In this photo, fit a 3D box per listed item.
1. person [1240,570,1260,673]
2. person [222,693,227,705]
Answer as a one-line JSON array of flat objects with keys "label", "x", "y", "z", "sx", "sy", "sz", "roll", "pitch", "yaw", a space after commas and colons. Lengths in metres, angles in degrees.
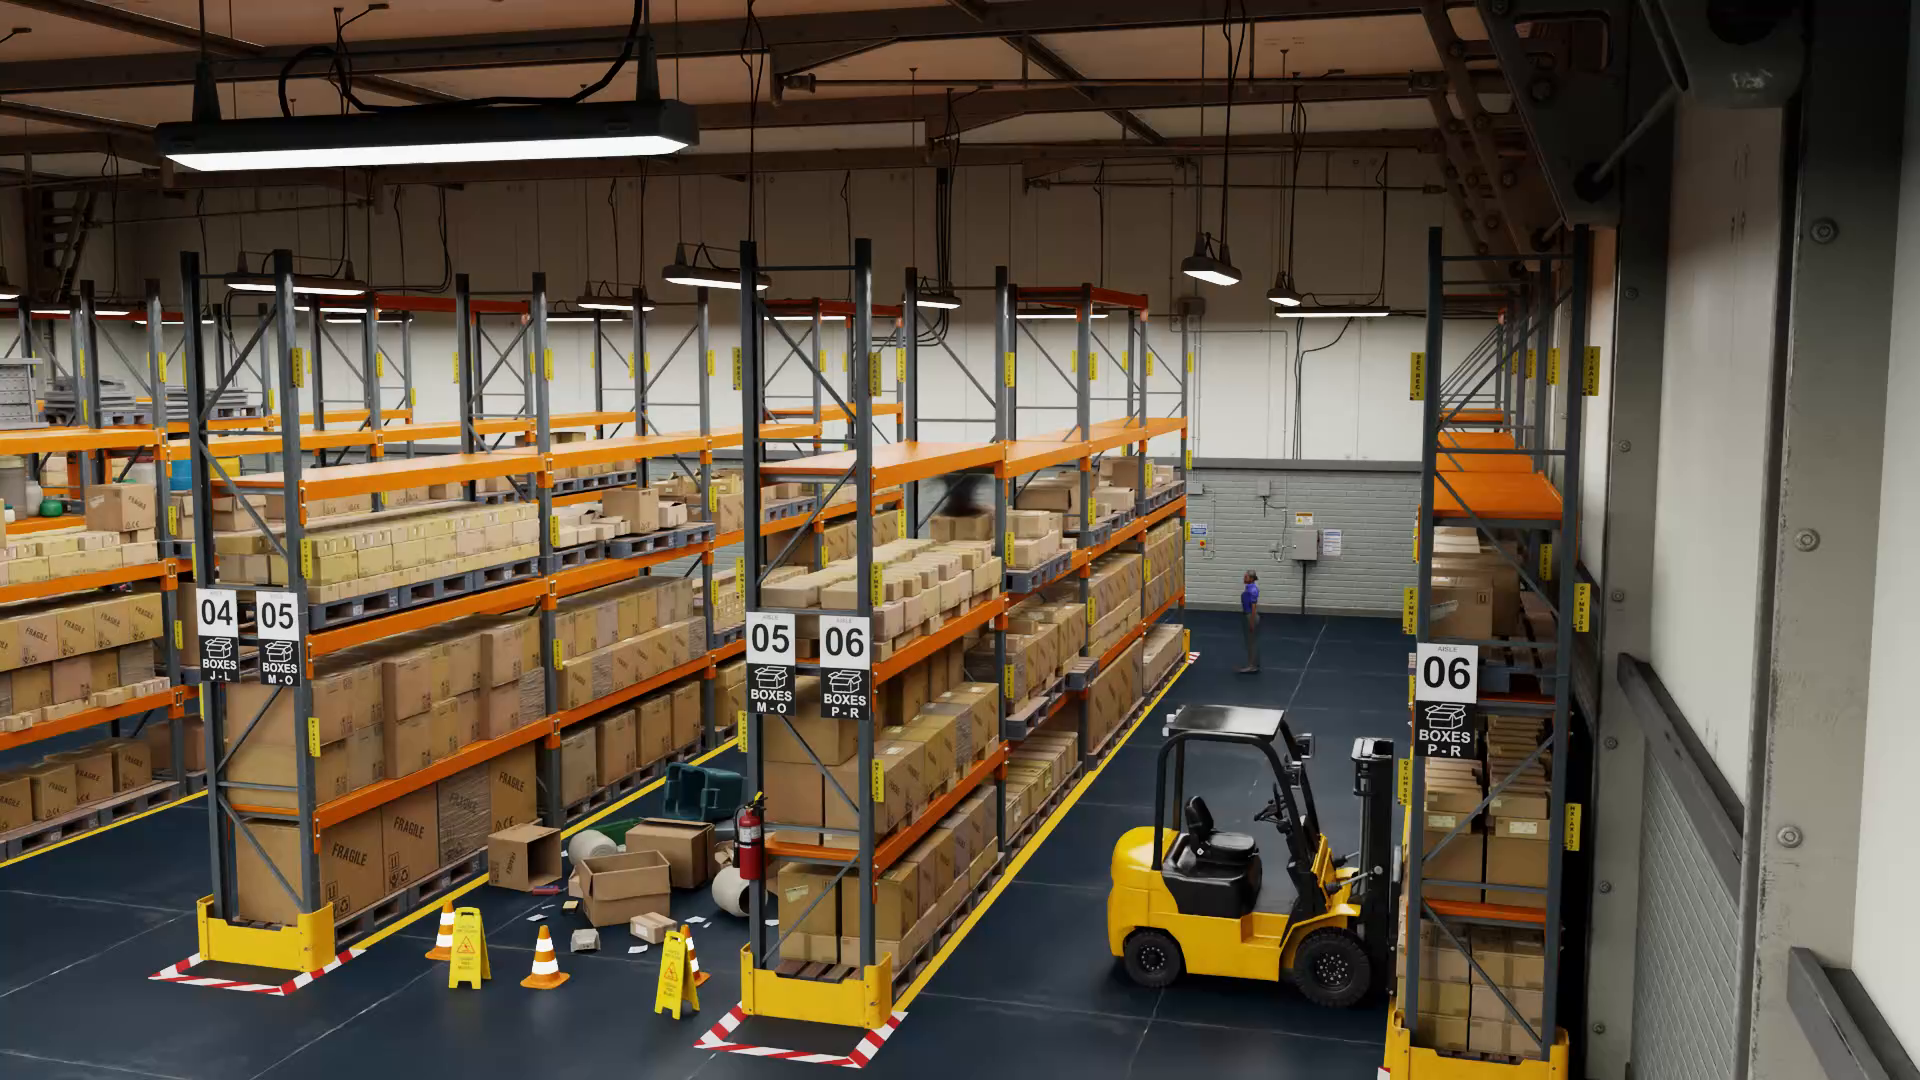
[{"label": "person", "x": 4.735, "y": 1.308, "z": 27.104, "sx": 0.336, "sy": 1.665, "sz": 0.527, "roll": 1, "pitch": 6, "yaw": 6}, {"label": "person", "x": -10.355, "y": 1.598, "z": 24.005, "sx": 0.652, "sy": 1.737, "sz": 1.051, "roll": 2, "pitch": 7, "yaw": 14}]
